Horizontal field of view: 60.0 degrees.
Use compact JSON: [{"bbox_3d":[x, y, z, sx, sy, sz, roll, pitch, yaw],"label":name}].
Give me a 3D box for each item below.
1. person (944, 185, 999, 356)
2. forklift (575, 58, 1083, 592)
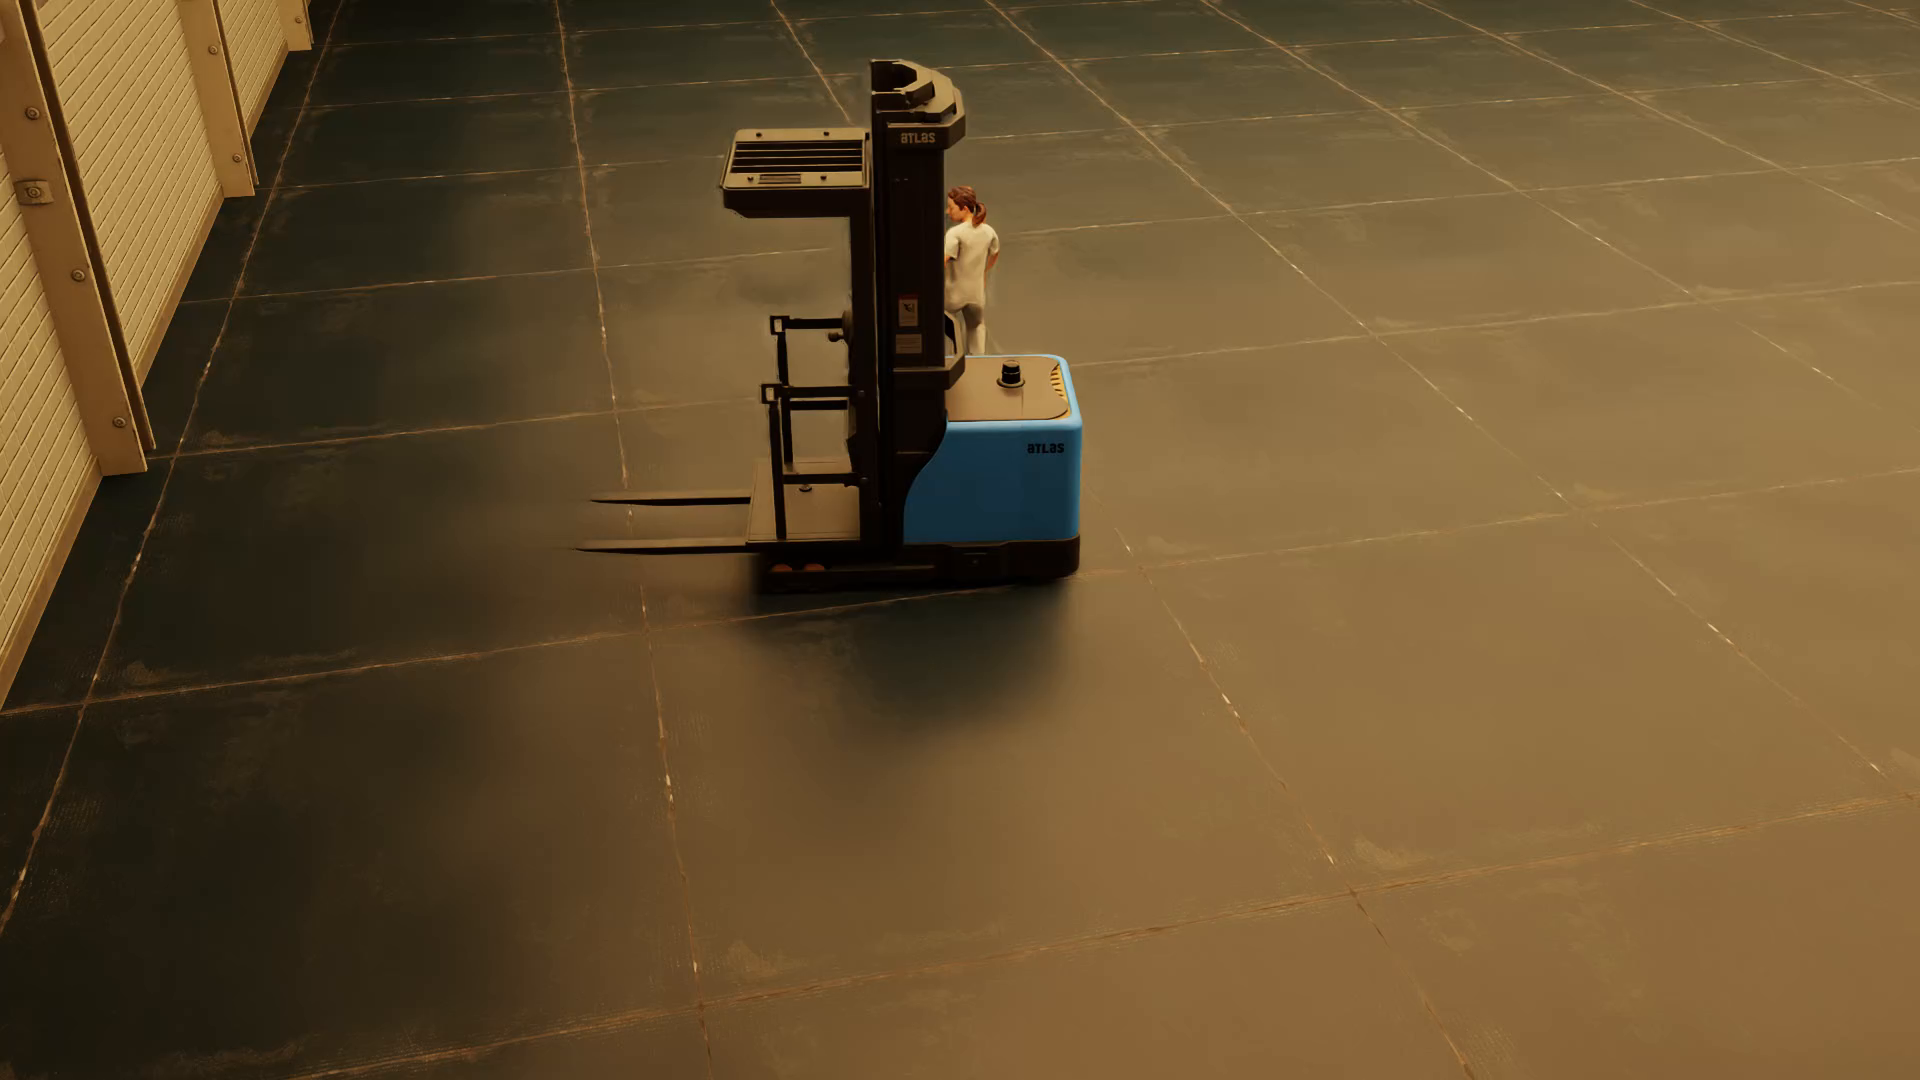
[{"bbox_3d":[-0.032,-1.799,12.055,0.714,1.576,0.534,-12,32,-19],"label":"person"},{"bbox_3d":[-0.811,-1.227,9.693,3.031,2.935,1.130,-1,30,-2],"label":"forklift"}]
